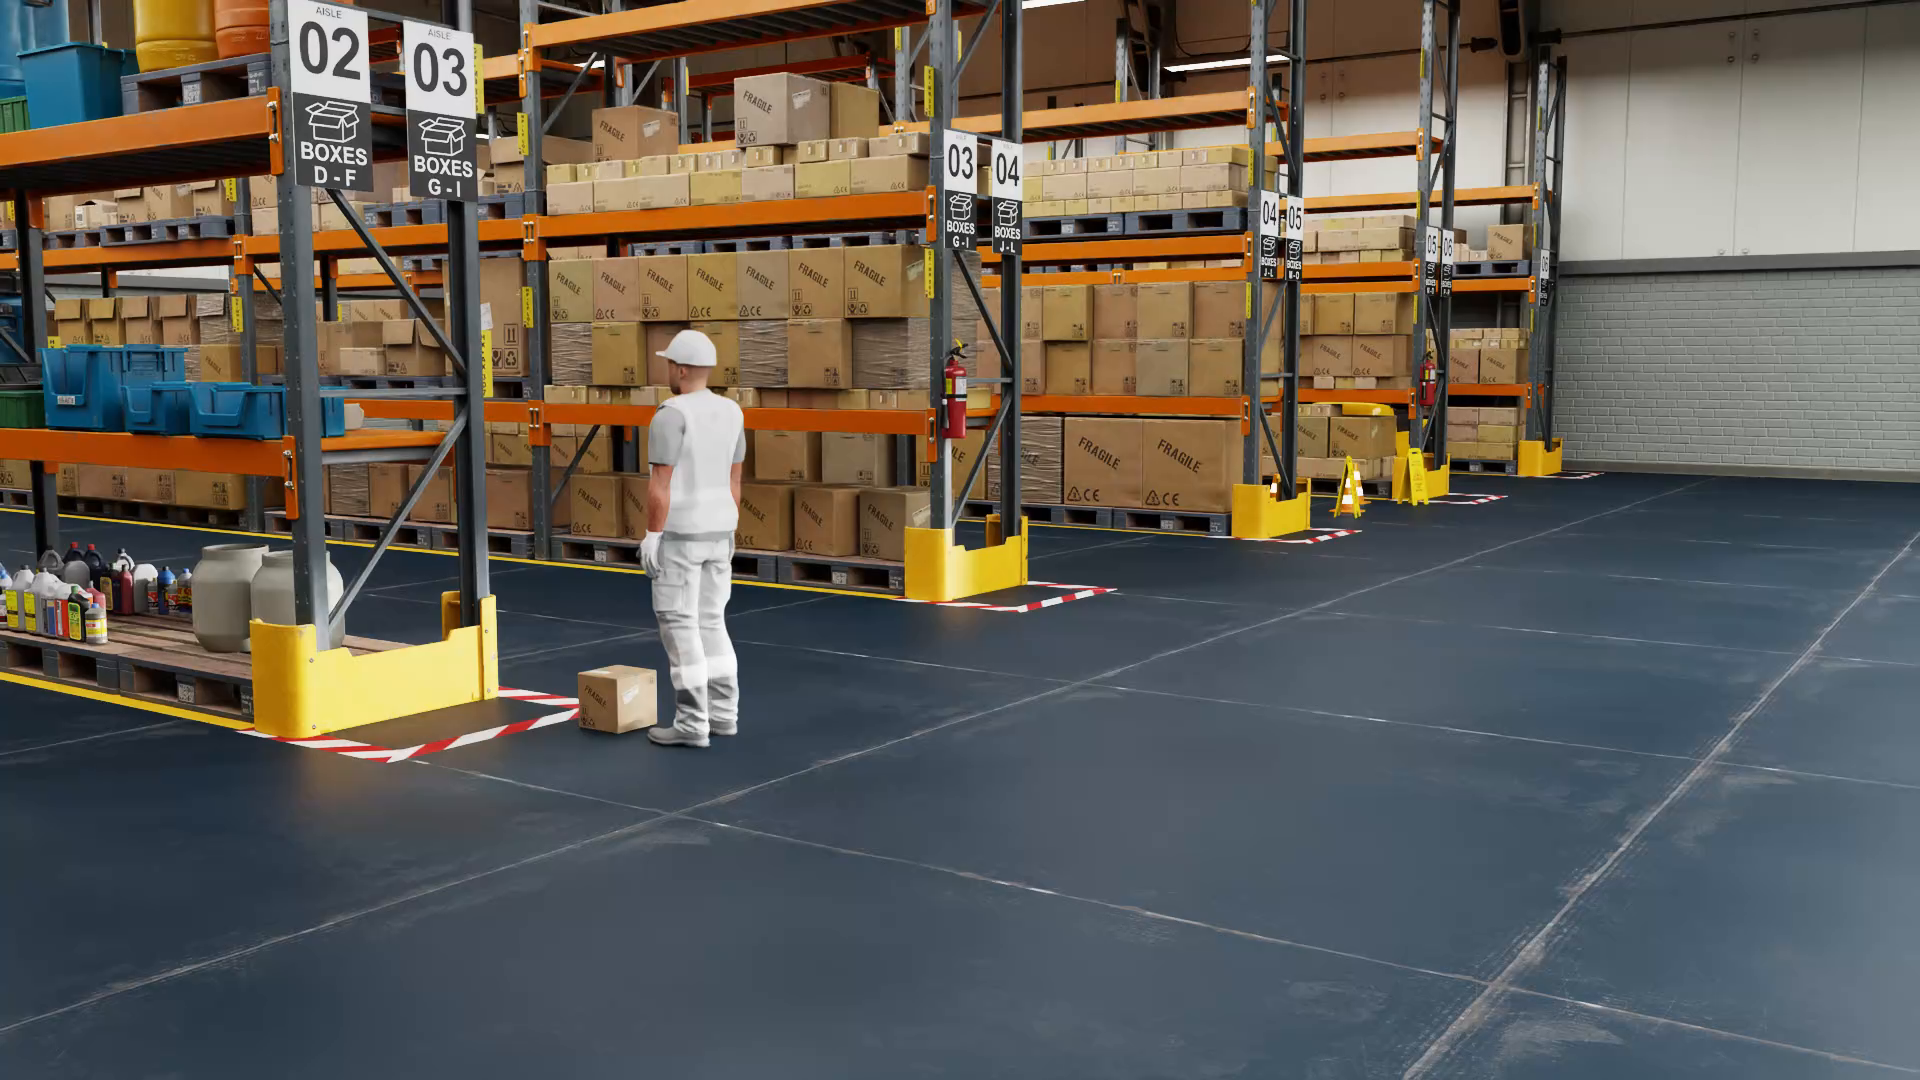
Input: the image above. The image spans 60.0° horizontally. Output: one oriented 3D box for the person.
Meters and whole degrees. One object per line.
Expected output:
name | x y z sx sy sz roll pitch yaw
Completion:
person | -1.180 -0.012 7.226 0.371 1.788 0.524 4 8 35
